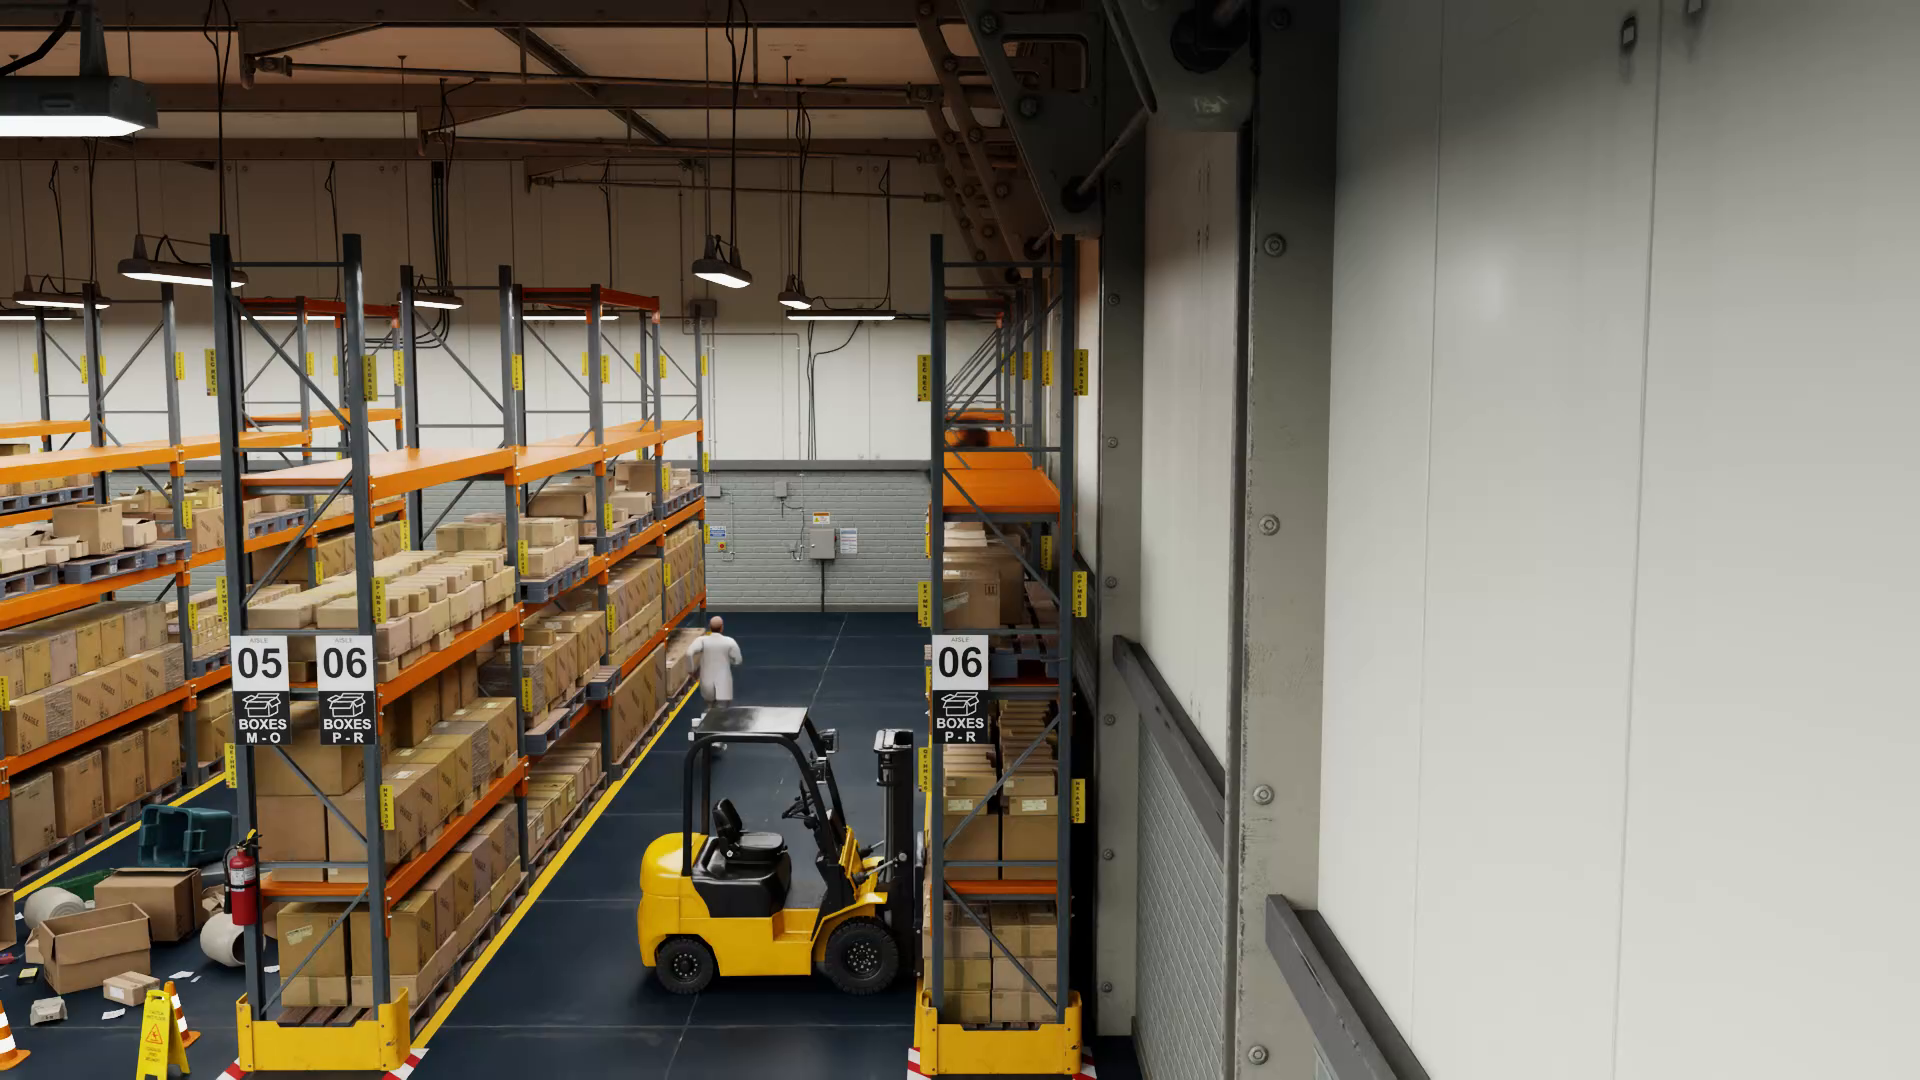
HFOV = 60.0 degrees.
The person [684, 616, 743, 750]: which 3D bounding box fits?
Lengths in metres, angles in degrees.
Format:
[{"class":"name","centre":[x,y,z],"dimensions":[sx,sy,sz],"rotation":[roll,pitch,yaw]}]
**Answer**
[{"class":"person","centre":[-3.208,1.891,21.787],"dimensions":[0.727,1.811,0.967],"rotation":[0,6,4]}]
